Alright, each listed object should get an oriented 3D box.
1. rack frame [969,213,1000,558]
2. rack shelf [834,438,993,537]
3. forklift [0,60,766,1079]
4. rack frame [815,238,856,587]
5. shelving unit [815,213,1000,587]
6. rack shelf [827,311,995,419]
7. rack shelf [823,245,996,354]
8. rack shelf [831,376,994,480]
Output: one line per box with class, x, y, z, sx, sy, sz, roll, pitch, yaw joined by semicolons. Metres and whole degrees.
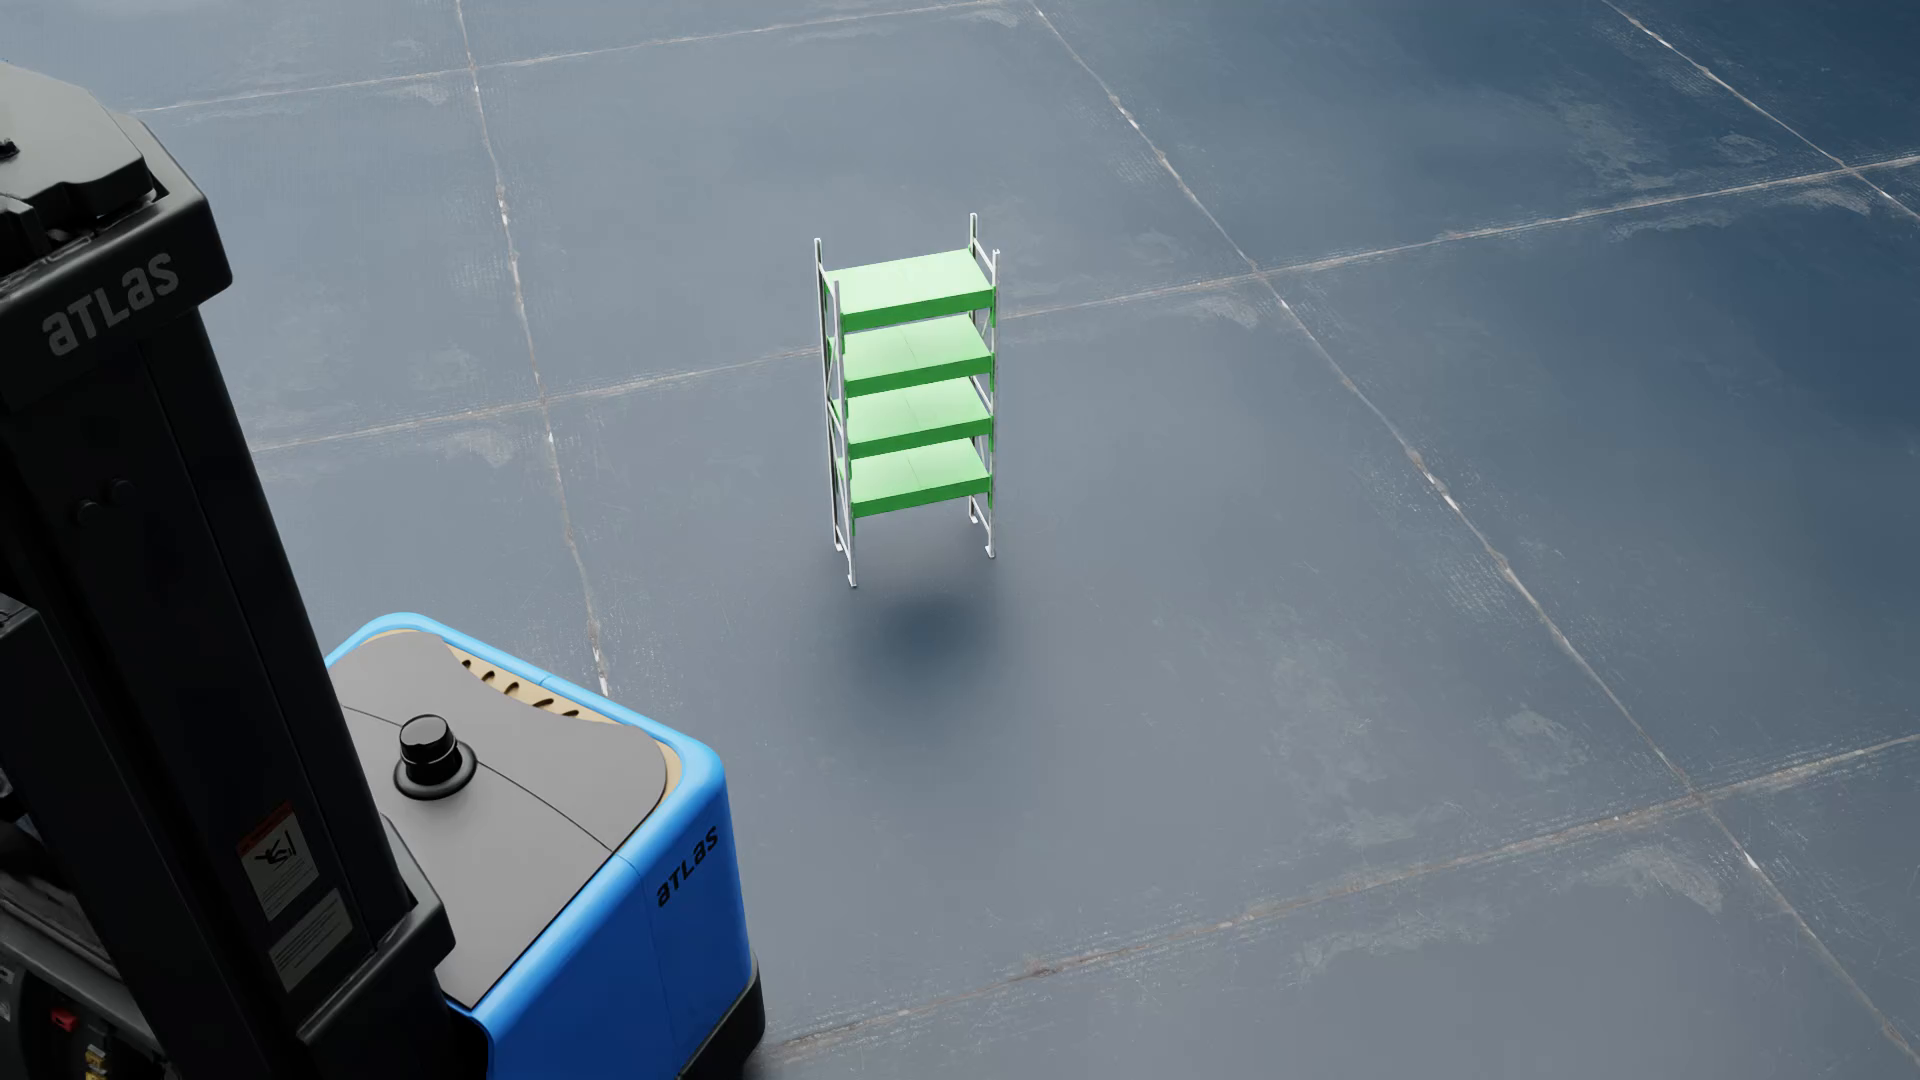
rack frame;0.075;-0.467;5.373;0.015;1.200;0.240;-12;42;-13
rack shelf;-0.158;-0.190;5.518;0.480;0.148;0.258;-12;42;-13
forklift;-1.661;0.852;2.547;1.130;2.935;3.031;21;45;22
rack frame;-0.391;-0.371;5.263;0.015;1.200;0.240;-12;42;-13
shelving unit;-0.158;-0.419;5.318;0.503;1.200;0.258;-12;42;-13
rack shelf;-0.158;-0.552;5.202;0.480;0.148;0.258;-12;42;-13
rack shelf;-0.158;-0.733;5.044;0.480;0.148;0.258;-12;42;-13
rack shelf;-0.158;-0.371;5.360;0.480;0.148;0.258;-12;42;-13
